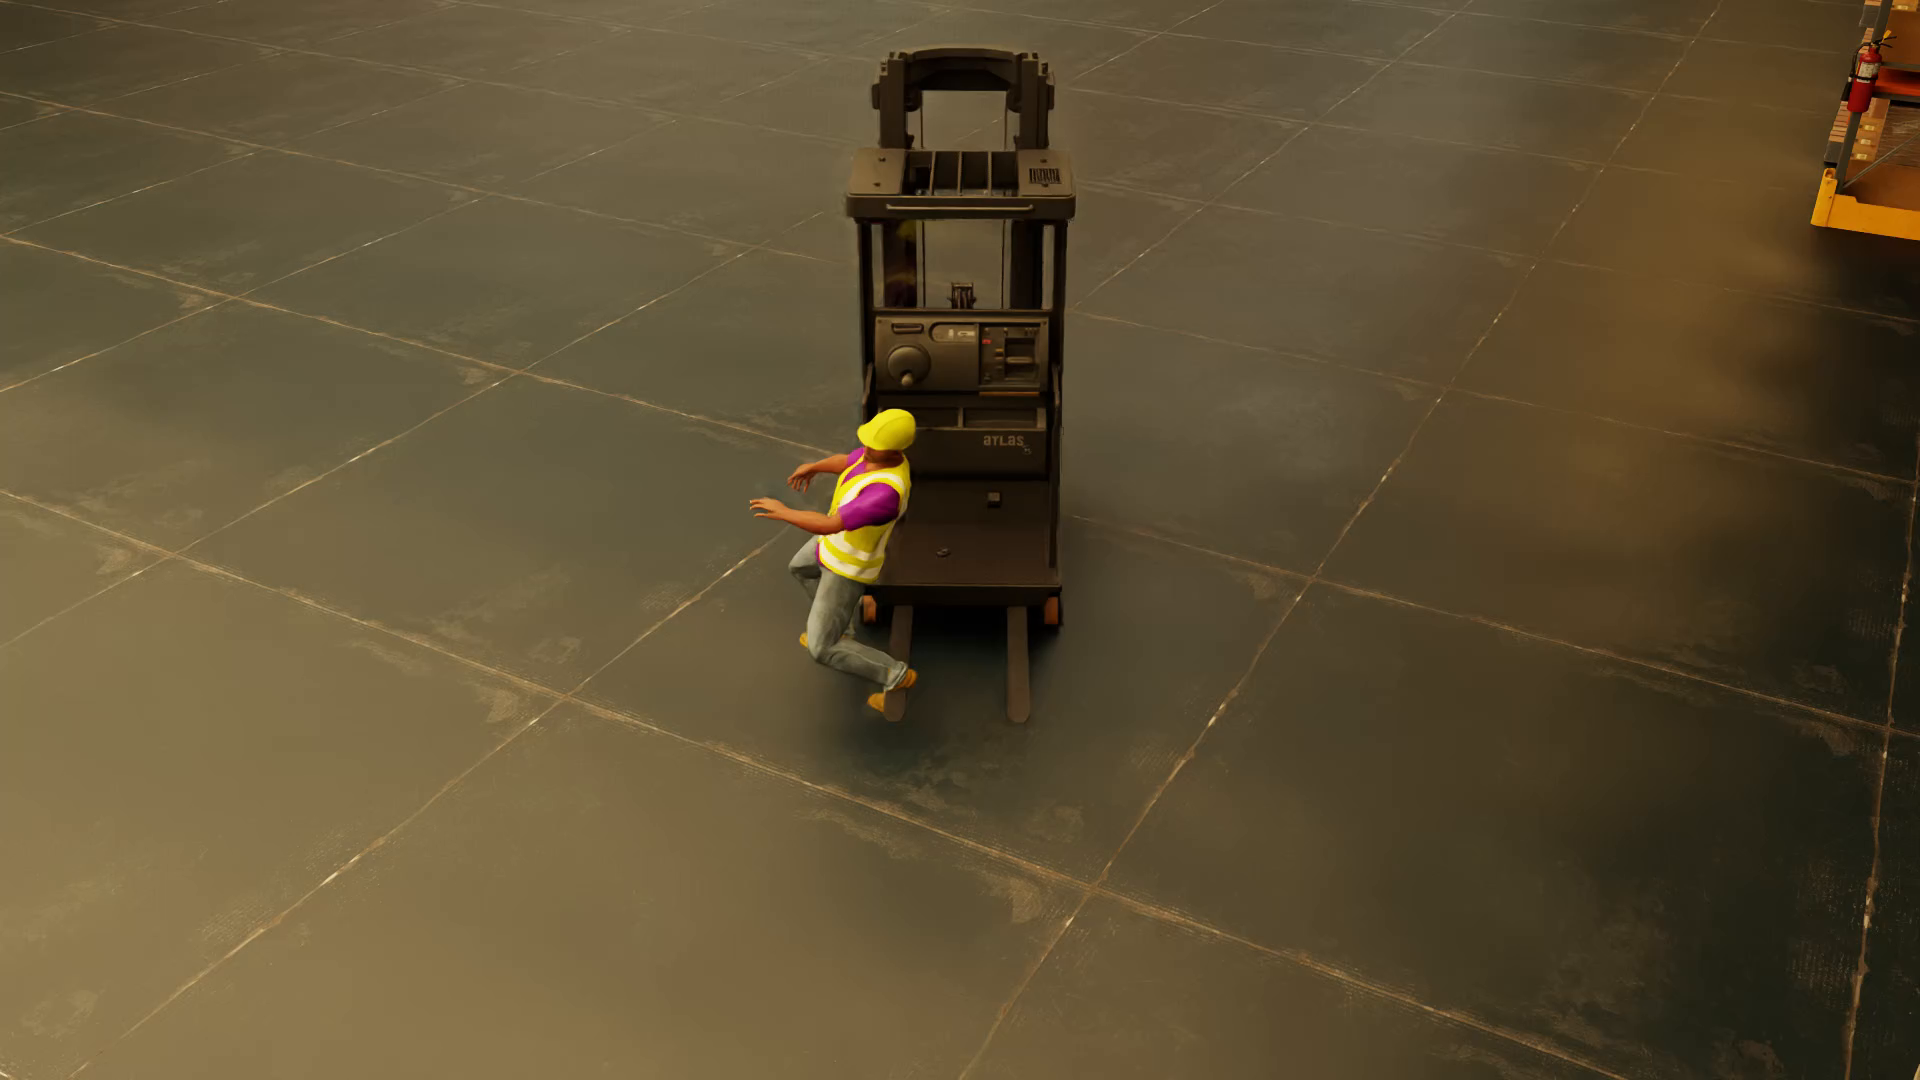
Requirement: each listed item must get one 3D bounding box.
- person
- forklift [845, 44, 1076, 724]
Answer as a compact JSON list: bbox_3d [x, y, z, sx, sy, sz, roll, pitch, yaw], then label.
[{"bbox_3d":[-0.630,-0.005,8.260,0.804,1.556,0.932,-4,30,-7],"label":"person"},{"bbox_3d":[0.009,-0.954,8.724,1.130,2.935,3.031,0,30,1],"label":"forklift"}]
